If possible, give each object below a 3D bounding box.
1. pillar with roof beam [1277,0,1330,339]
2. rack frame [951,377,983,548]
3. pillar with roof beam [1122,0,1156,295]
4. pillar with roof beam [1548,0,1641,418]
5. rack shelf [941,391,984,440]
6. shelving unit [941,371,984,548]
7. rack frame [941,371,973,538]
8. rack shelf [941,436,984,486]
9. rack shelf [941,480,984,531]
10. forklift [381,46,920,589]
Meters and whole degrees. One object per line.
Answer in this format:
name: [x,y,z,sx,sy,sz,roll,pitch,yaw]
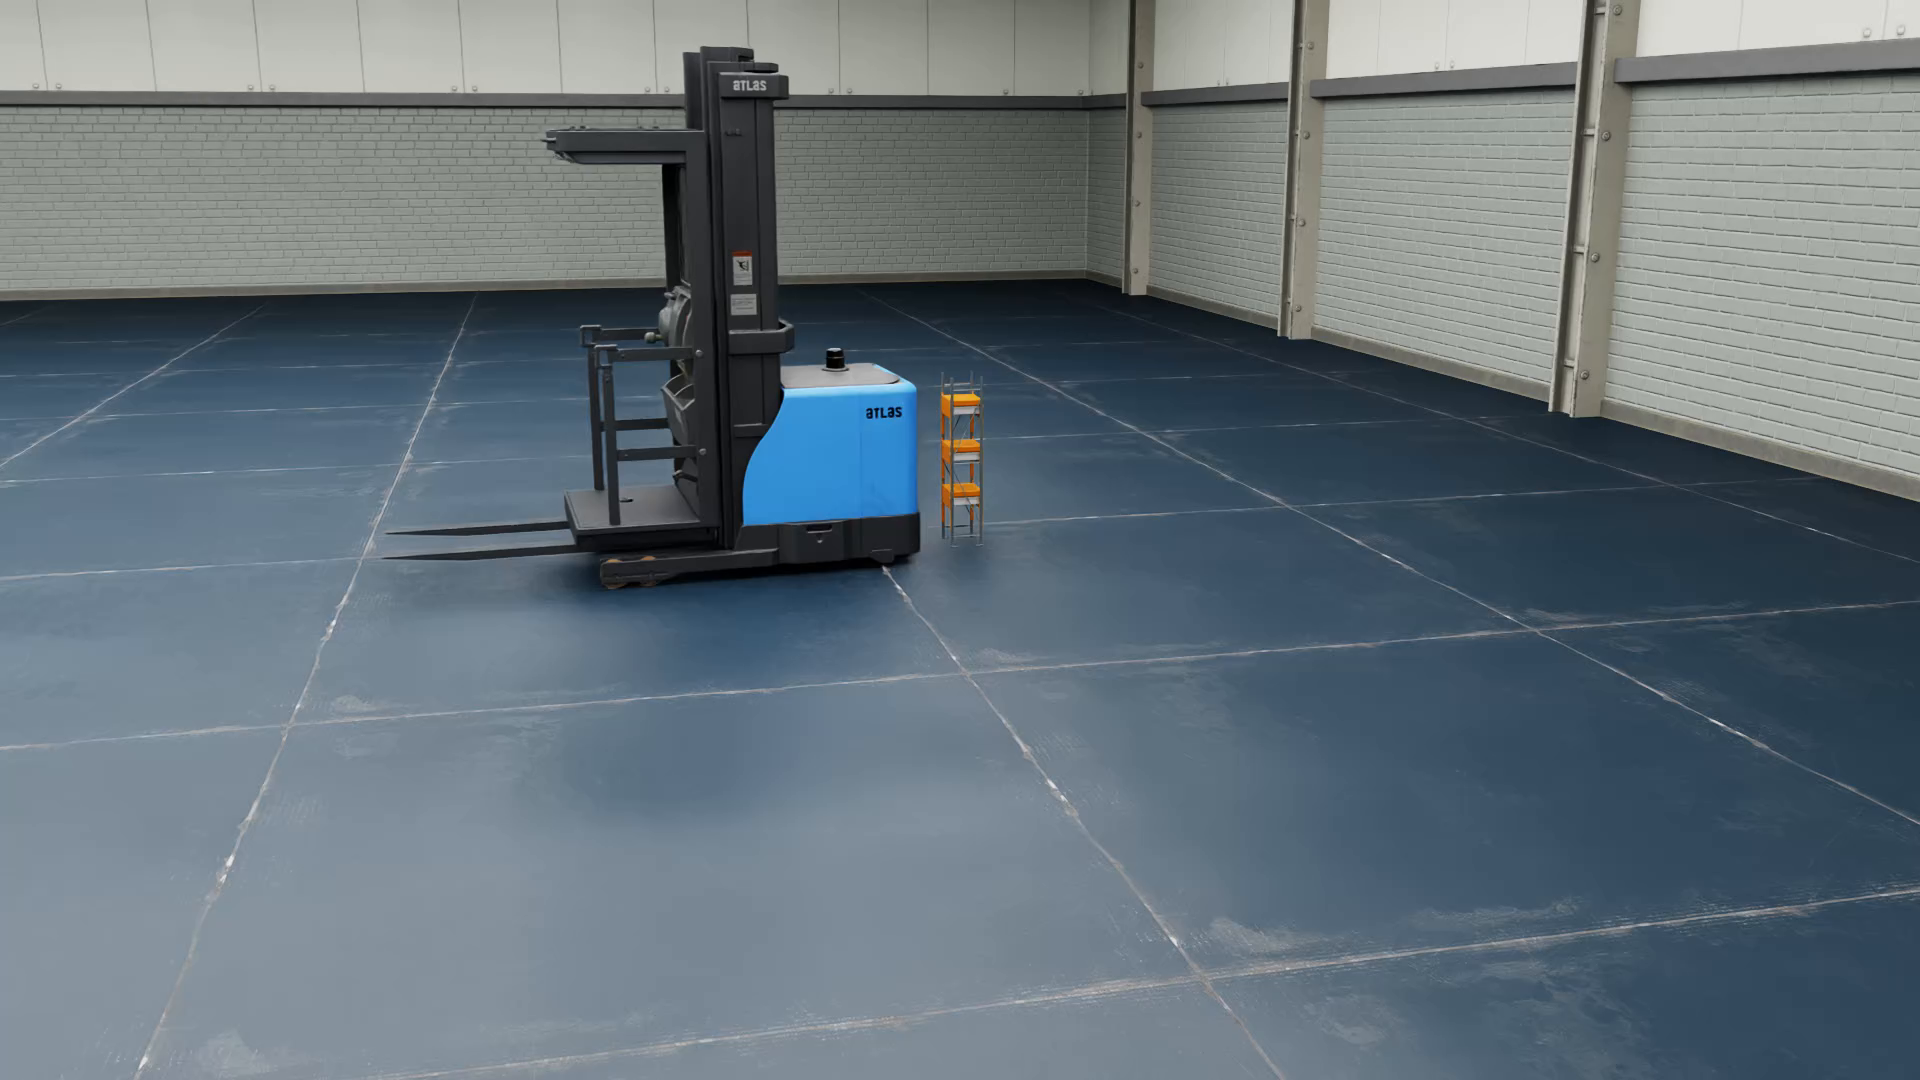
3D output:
pillar with roof beam: [0.011,-6.669,18.764,9.100,9.000,0.400,-3,14,-13]
rack frame: [0.041,-0.470,10.137,0.200,1.050,0.008,-3,14,-13]
pillar with roof beam: [-1.398,-8.053,24.429,9.100,9.000,0.400,-3,14,-13]
pillar with roof beam: [1.420,-5.285,13.098,9.100,9.000,0.400,-3,14,-13]
rack shelf: [0.013,-0.763,10.187,0.215,0.259,0.240,-3,14,-13]
shelving unit: [0.013,-0.498,10.252,0.215,1.050,0.252,-3,14,-13]
rack frame: [-0.016,-0.526,10.367,0.200,1.050,0.008,-3,14,-13]
rack shelf: [0.013,-0.487,10.254,0.215,0.259,0.240,-3,14,-13]
rack shelf: [0.013,-0.217,10.320,0.215,0.259,0.240,-3,14,-13]
forklift: [-1.812,-1.290,9.533,3.031,2.935,1.130,-4,14,-16]
